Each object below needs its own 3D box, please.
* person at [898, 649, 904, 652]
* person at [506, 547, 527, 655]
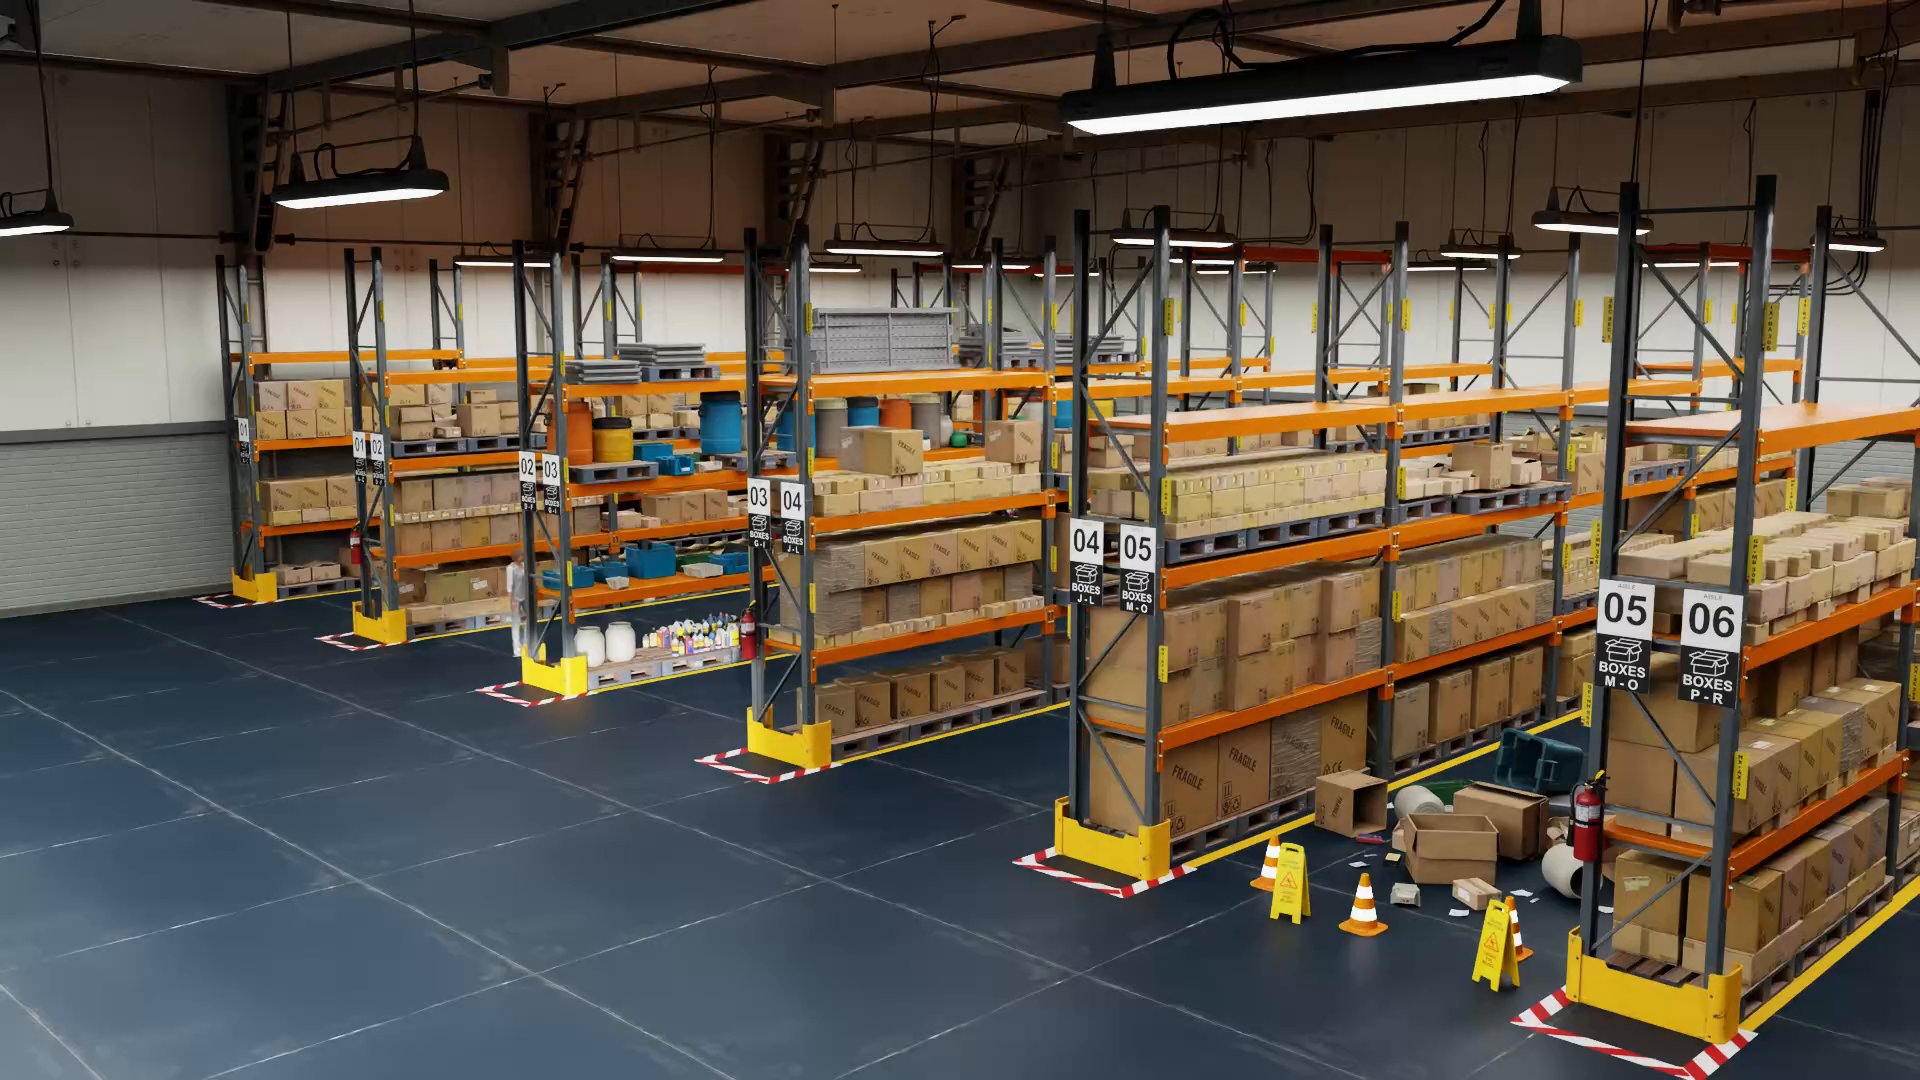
[{"bbox_3d":[-0.943,0.745,24.918,0.549,1.790,0.606,3,9,21],"label":"person"},{"bbox_3d":[-6.511,0.927,24.585,0.358,1.632,0.432,7,11,42],"label":"person"}]
